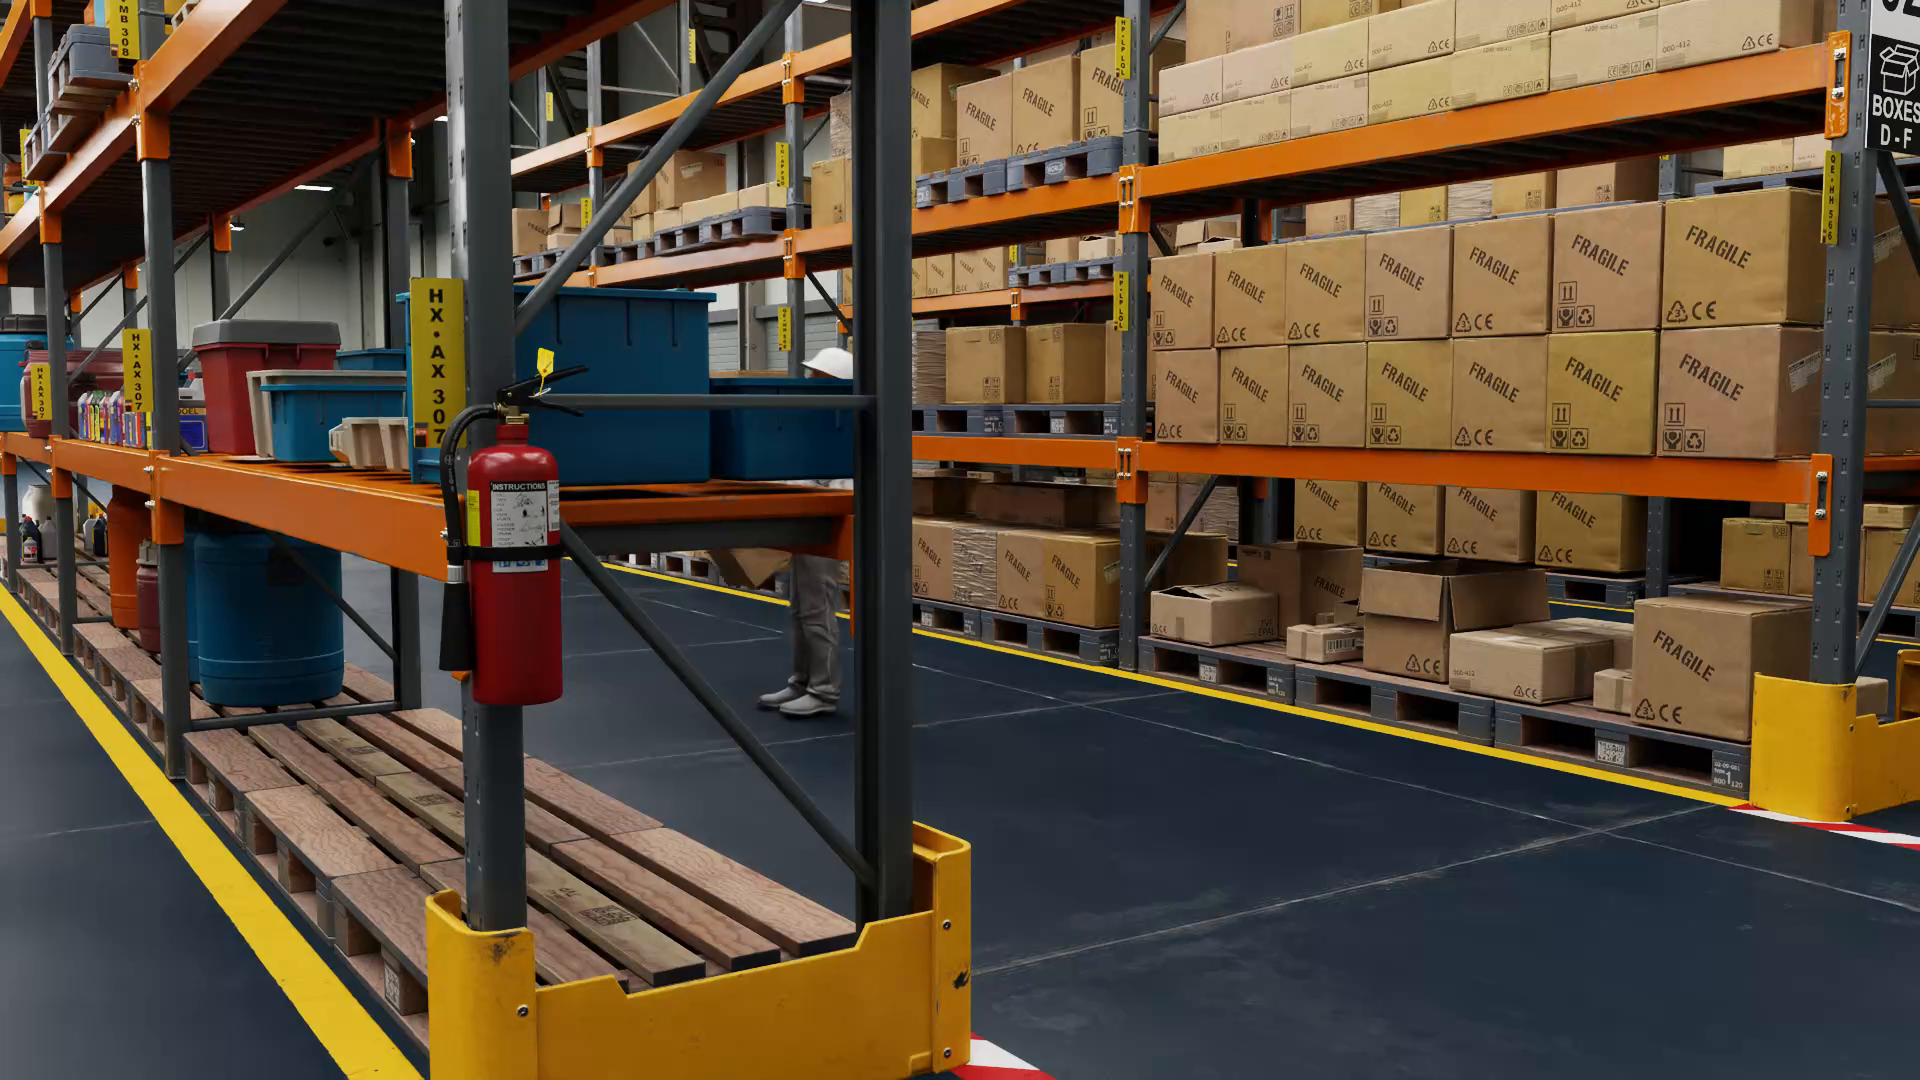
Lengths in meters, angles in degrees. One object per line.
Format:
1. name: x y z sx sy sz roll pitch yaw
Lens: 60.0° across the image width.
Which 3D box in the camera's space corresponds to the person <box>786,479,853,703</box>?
1. person: -0.679 0.046 8.110 0.375 1.490 0.453 -1 5 -9
